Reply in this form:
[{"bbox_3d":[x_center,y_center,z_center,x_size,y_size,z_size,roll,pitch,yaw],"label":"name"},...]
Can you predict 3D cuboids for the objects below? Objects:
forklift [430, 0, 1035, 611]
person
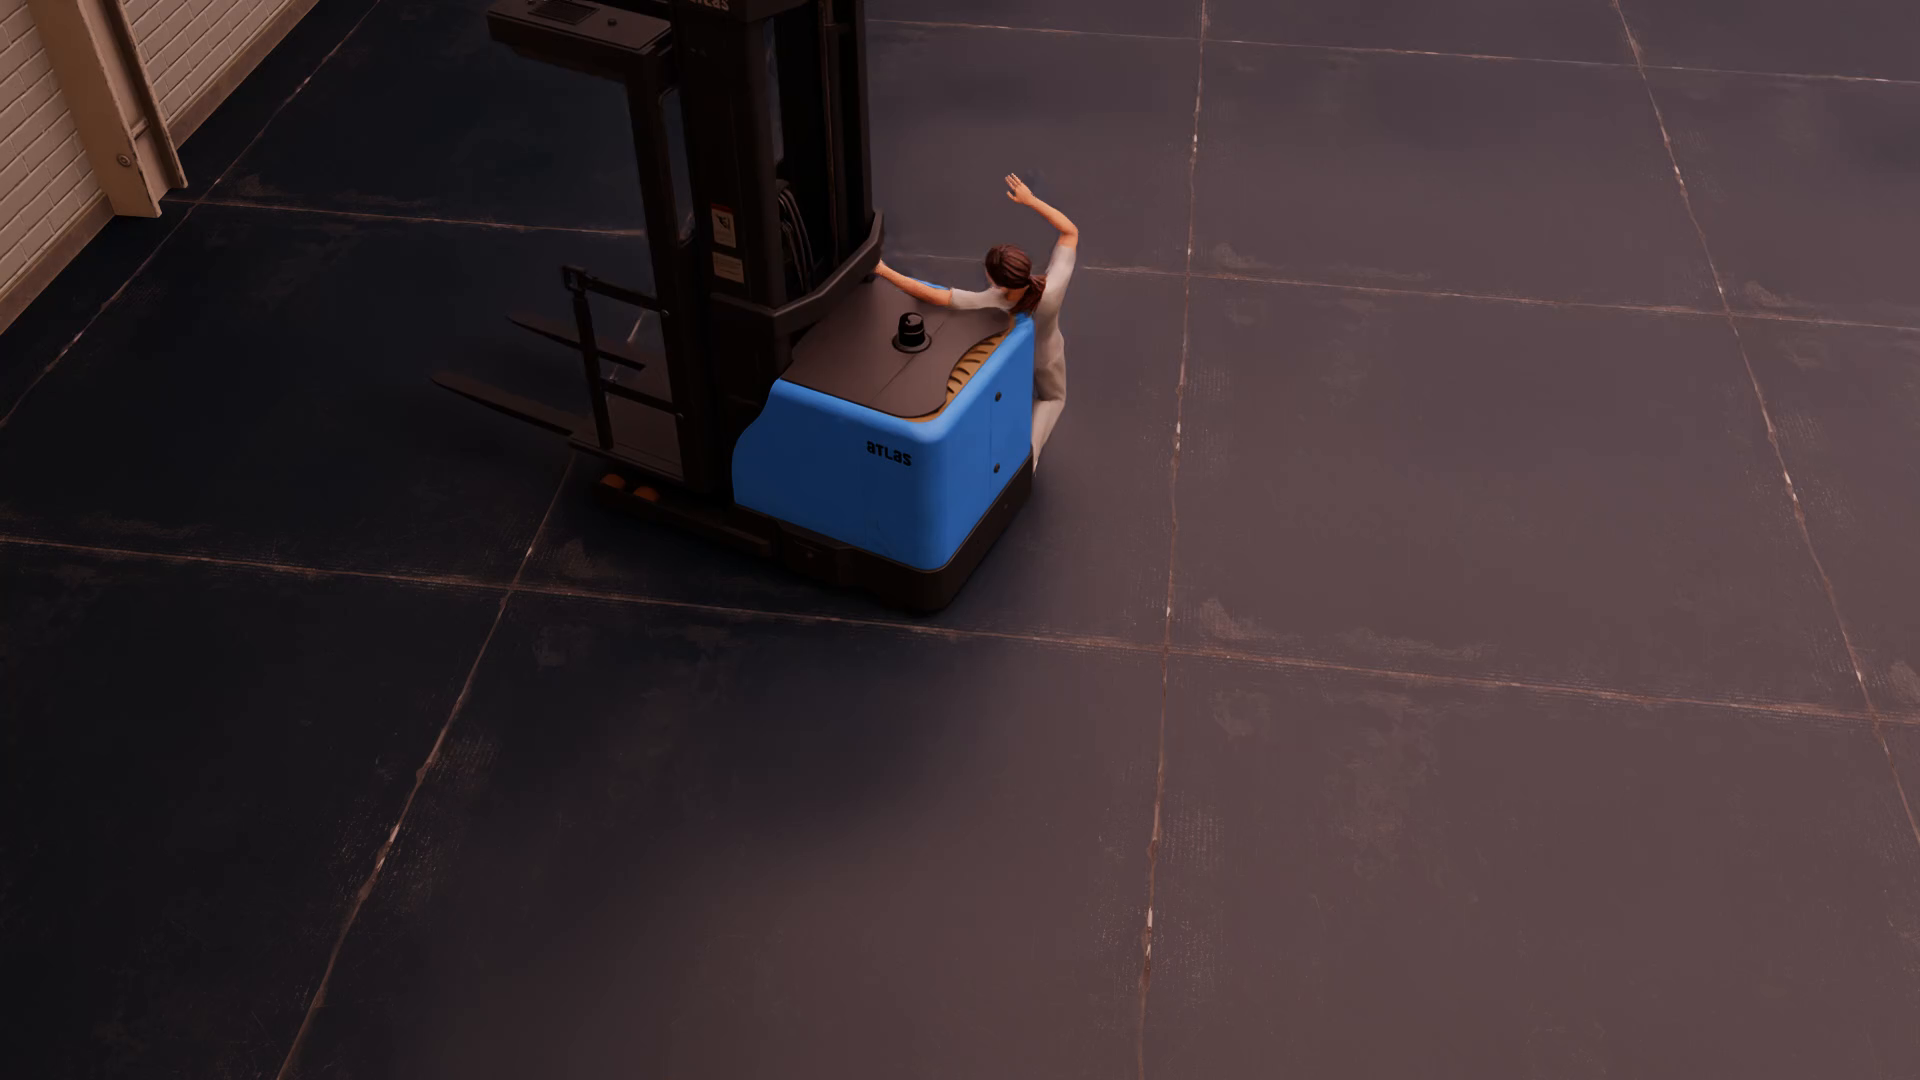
[{"bbox_3d":[-1.200,-1.469,7.324,3.031,2.935,1.130,19,46,20],"label":"forklift"},{"bbox_3d":[0.041,-1.025,7.897,0.987,1.538,0.801,3,43,4],"label":"person"}]
